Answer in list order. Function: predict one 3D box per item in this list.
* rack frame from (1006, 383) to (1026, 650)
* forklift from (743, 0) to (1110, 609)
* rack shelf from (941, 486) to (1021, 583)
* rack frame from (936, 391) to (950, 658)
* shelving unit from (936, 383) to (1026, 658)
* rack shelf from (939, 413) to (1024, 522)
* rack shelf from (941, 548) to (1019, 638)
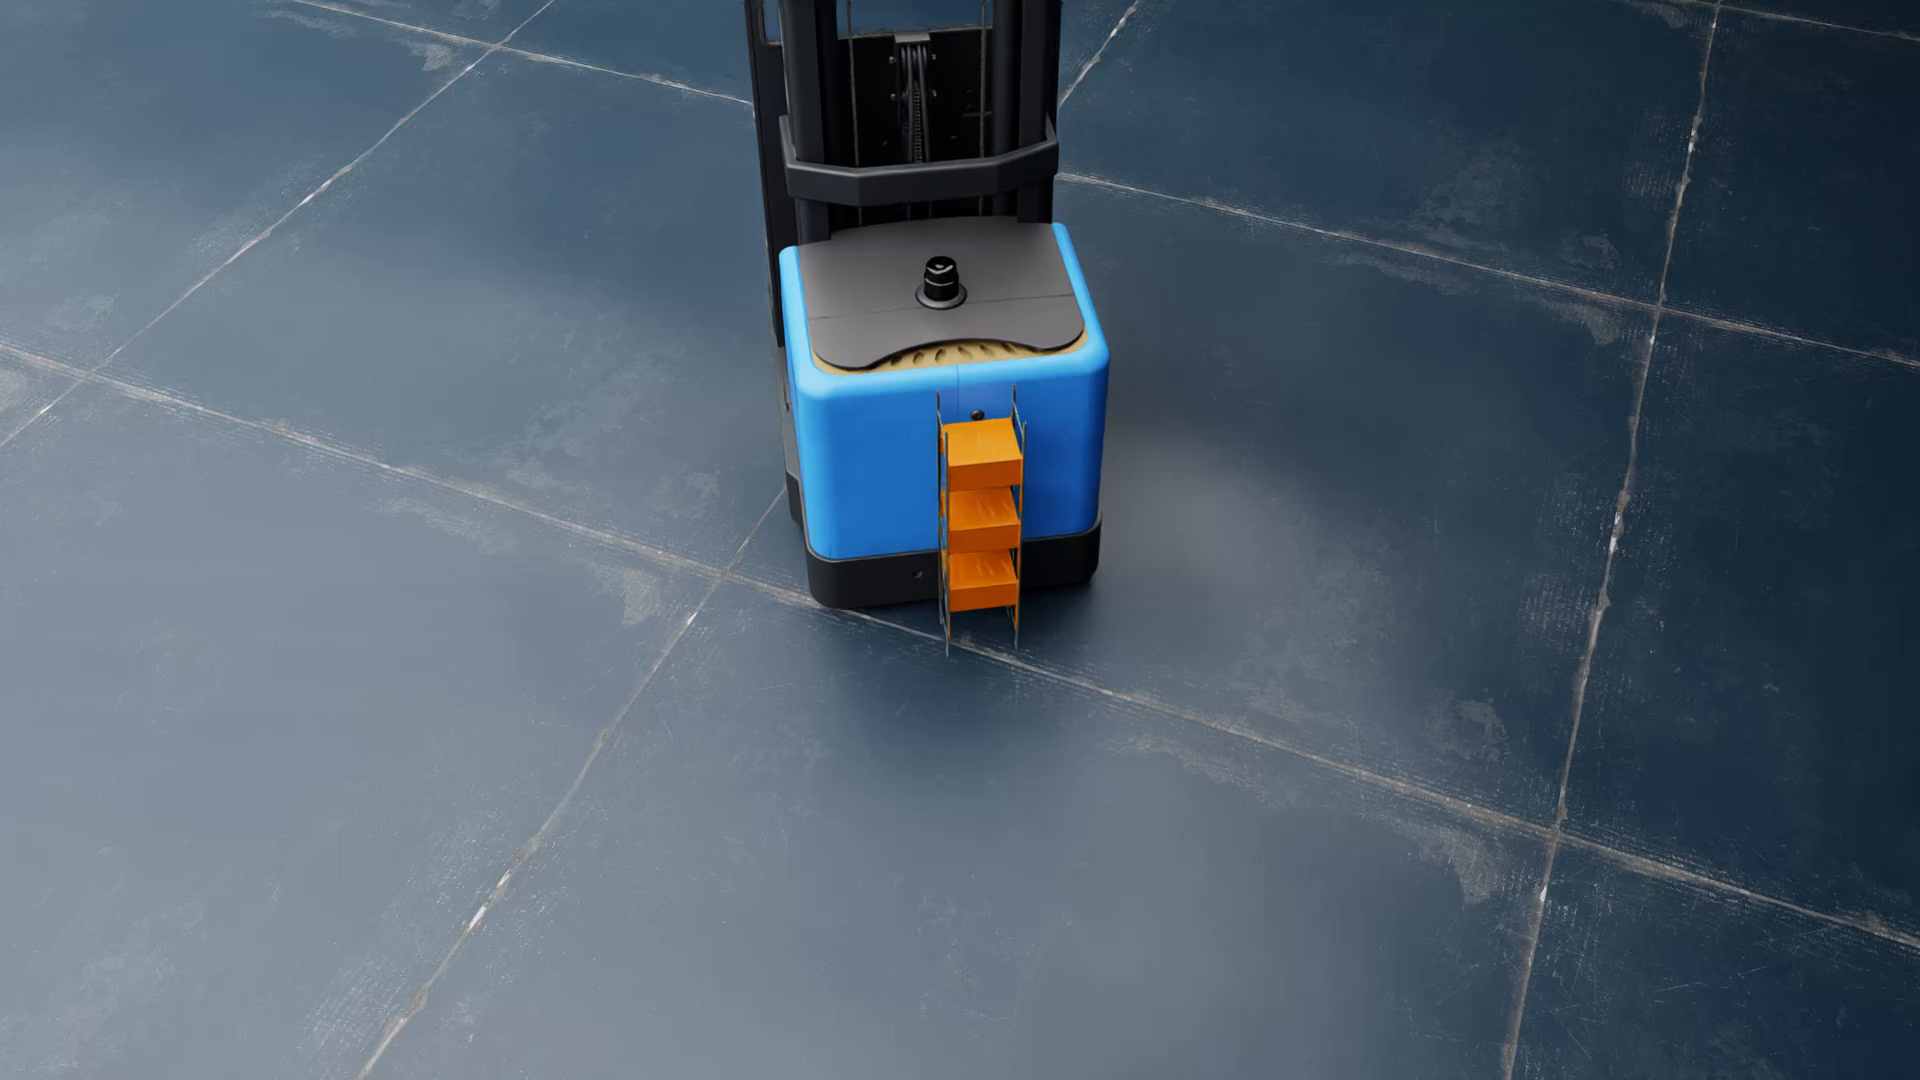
[{"bbox_3d":[0.186,-0.053,5.559,0.008,1.050,0.200,-6,45,-6],"label":"rack frame"},{"bbox_3d":[-0.232,-1.844,6.025,1.130,2.935,3.031,-6,45,-6],"label":"forklift"},{"bbox_3d":[0.065,-0.033,5.553,0.240,0.259,0.215,-6,45,-6],"label":"rack shelf"},{"bbox_3d":[-0.055,-0.027,5.533,0.008,1.050,0.200,-6,45,-6],"label":"rack frame"},{"bbox_3d":[0.065,-0.040,5.546,0.252,1.050,0.215,-6,45,-6],"label":"shelving unit"},{"bbox_3d":[0.065,-0.234,5.353,0.240,0.259,0.215,-6,45,-6],"label":"rack shelf"},{"bbox_3d":[0.065,0.164,5.750,0.240,0.259,0.215,-6,45,-6],"label":"rack shelf"}]
